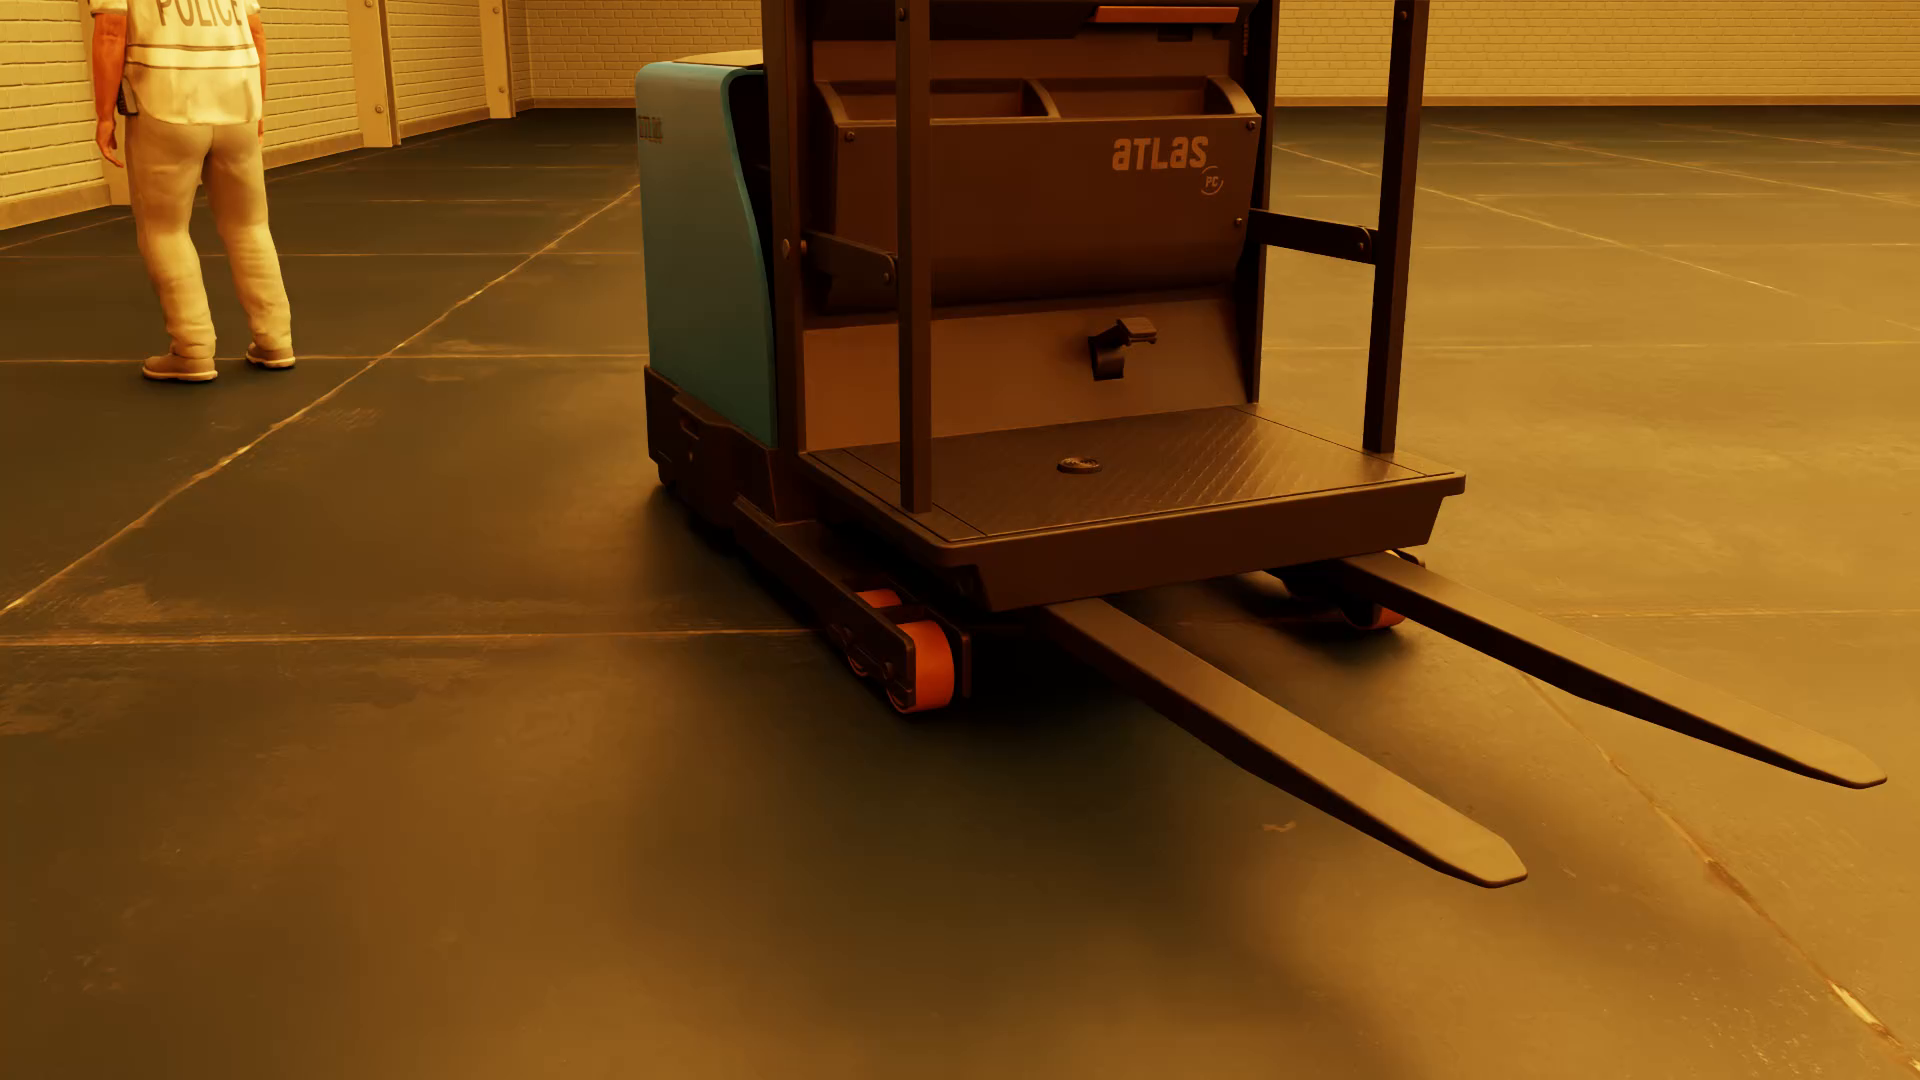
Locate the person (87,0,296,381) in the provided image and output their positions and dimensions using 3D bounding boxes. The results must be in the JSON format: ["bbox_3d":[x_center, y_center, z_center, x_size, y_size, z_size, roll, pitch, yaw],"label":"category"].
[{"bbox_3d":[-2.575,-1.417,5.558,0.432,1.748,0.597,13,21,36],"label":"person"}]

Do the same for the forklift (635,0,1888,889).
[{"bbox_3d":[0.258,-1.240,2.962,1.130,2.935,3.031,-8,19,-24],"label":"forklift"}]
